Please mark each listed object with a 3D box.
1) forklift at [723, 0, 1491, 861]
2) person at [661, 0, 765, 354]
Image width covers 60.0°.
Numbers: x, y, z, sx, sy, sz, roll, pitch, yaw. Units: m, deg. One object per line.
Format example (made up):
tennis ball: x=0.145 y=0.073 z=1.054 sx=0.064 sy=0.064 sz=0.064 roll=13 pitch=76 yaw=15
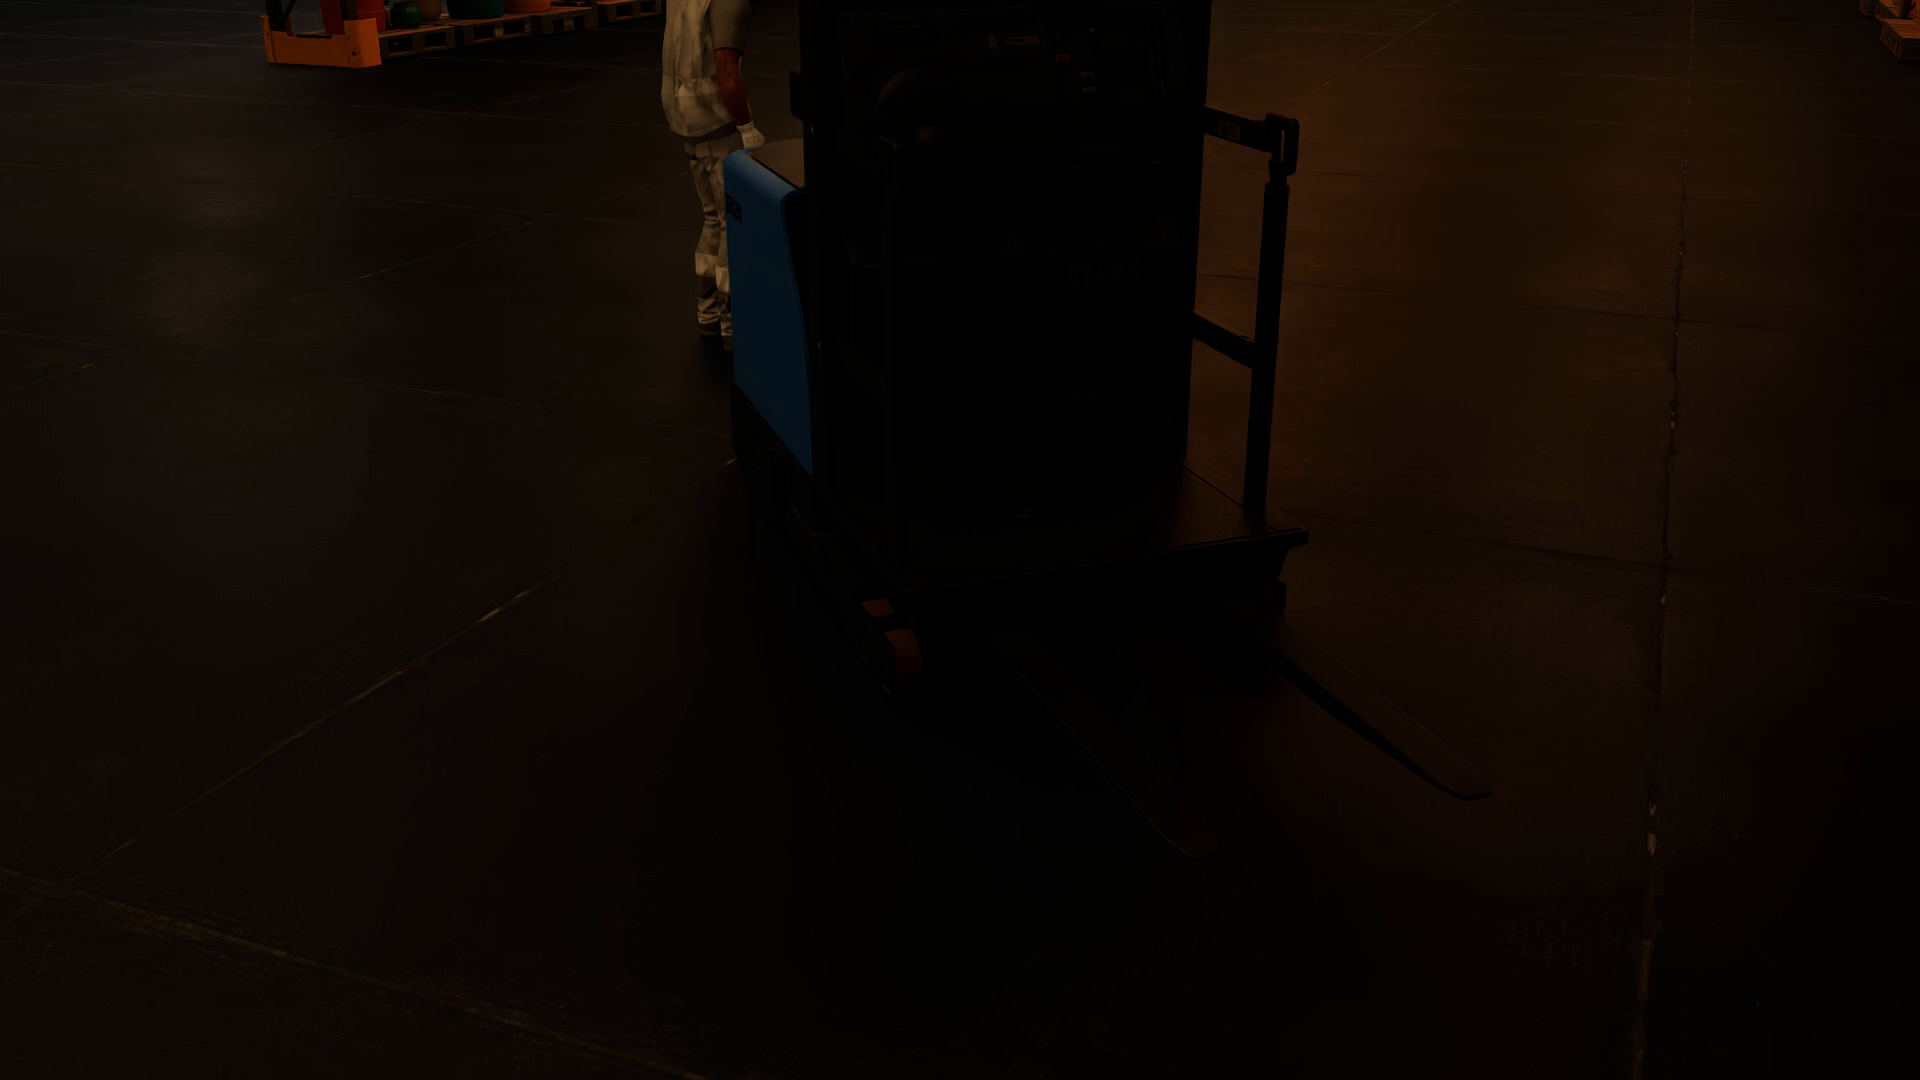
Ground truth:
forklift: x=0.219 y=-1.145 z=4.031 sx=1.130 sy=2.935 sz=3.031 roll=-8 pitch=24 yaw=-19
person: x=-0.969 y=-1.688 z=6.830 sx=0.451 sy=1.778 sz=0.612 roll=-12 pitch=25 yaw=-26
